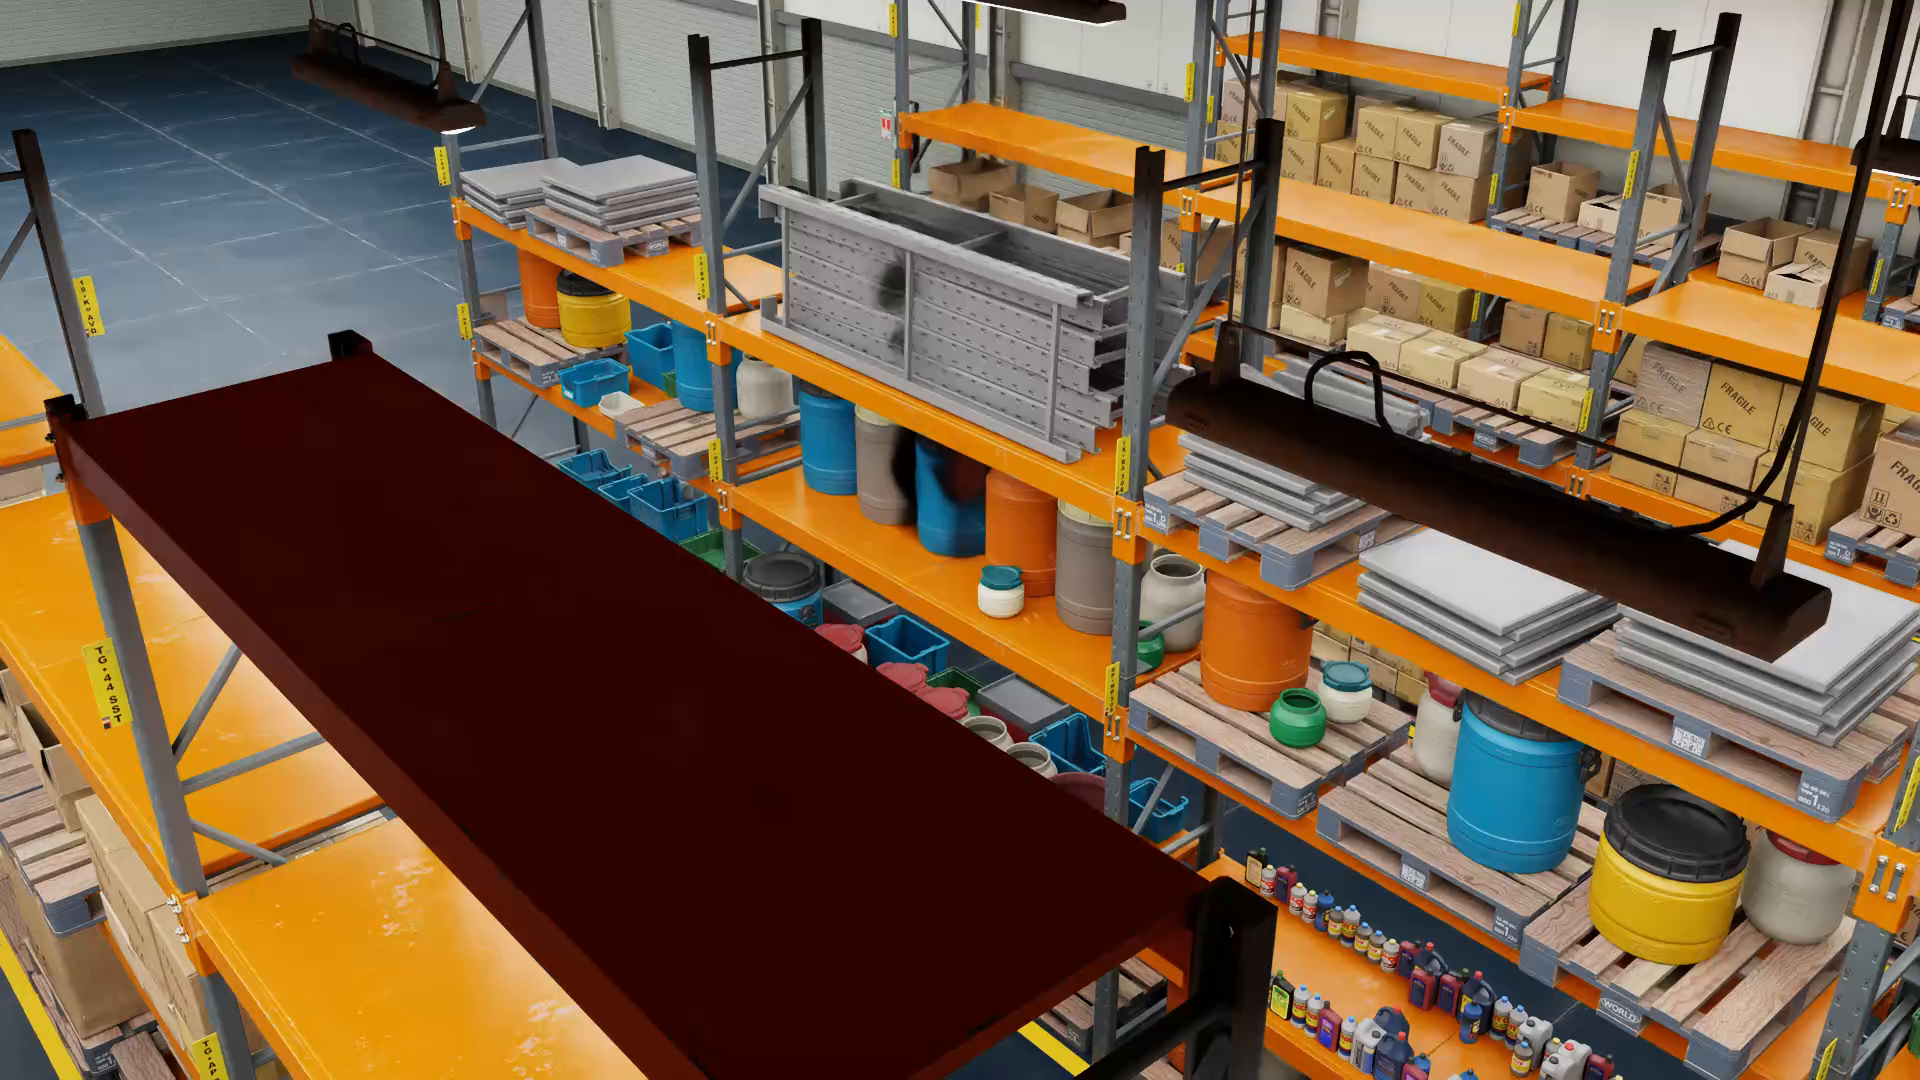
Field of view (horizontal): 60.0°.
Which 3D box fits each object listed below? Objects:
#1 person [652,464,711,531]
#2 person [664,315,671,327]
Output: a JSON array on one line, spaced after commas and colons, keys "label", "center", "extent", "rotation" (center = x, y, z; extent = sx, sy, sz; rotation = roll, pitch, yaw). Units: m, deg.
[{"label": "person", "center": [-2.843, -0.577, 16.855], "extent": [0.784, 1.736, 0.588], "rotation": [15, 31, 27]}, {"label": "person", "center": [-3.253, -2.014, 19.514], "extent": [0.979, 1.763, 0.695], "rotation": [-8, 28, -15]}]
